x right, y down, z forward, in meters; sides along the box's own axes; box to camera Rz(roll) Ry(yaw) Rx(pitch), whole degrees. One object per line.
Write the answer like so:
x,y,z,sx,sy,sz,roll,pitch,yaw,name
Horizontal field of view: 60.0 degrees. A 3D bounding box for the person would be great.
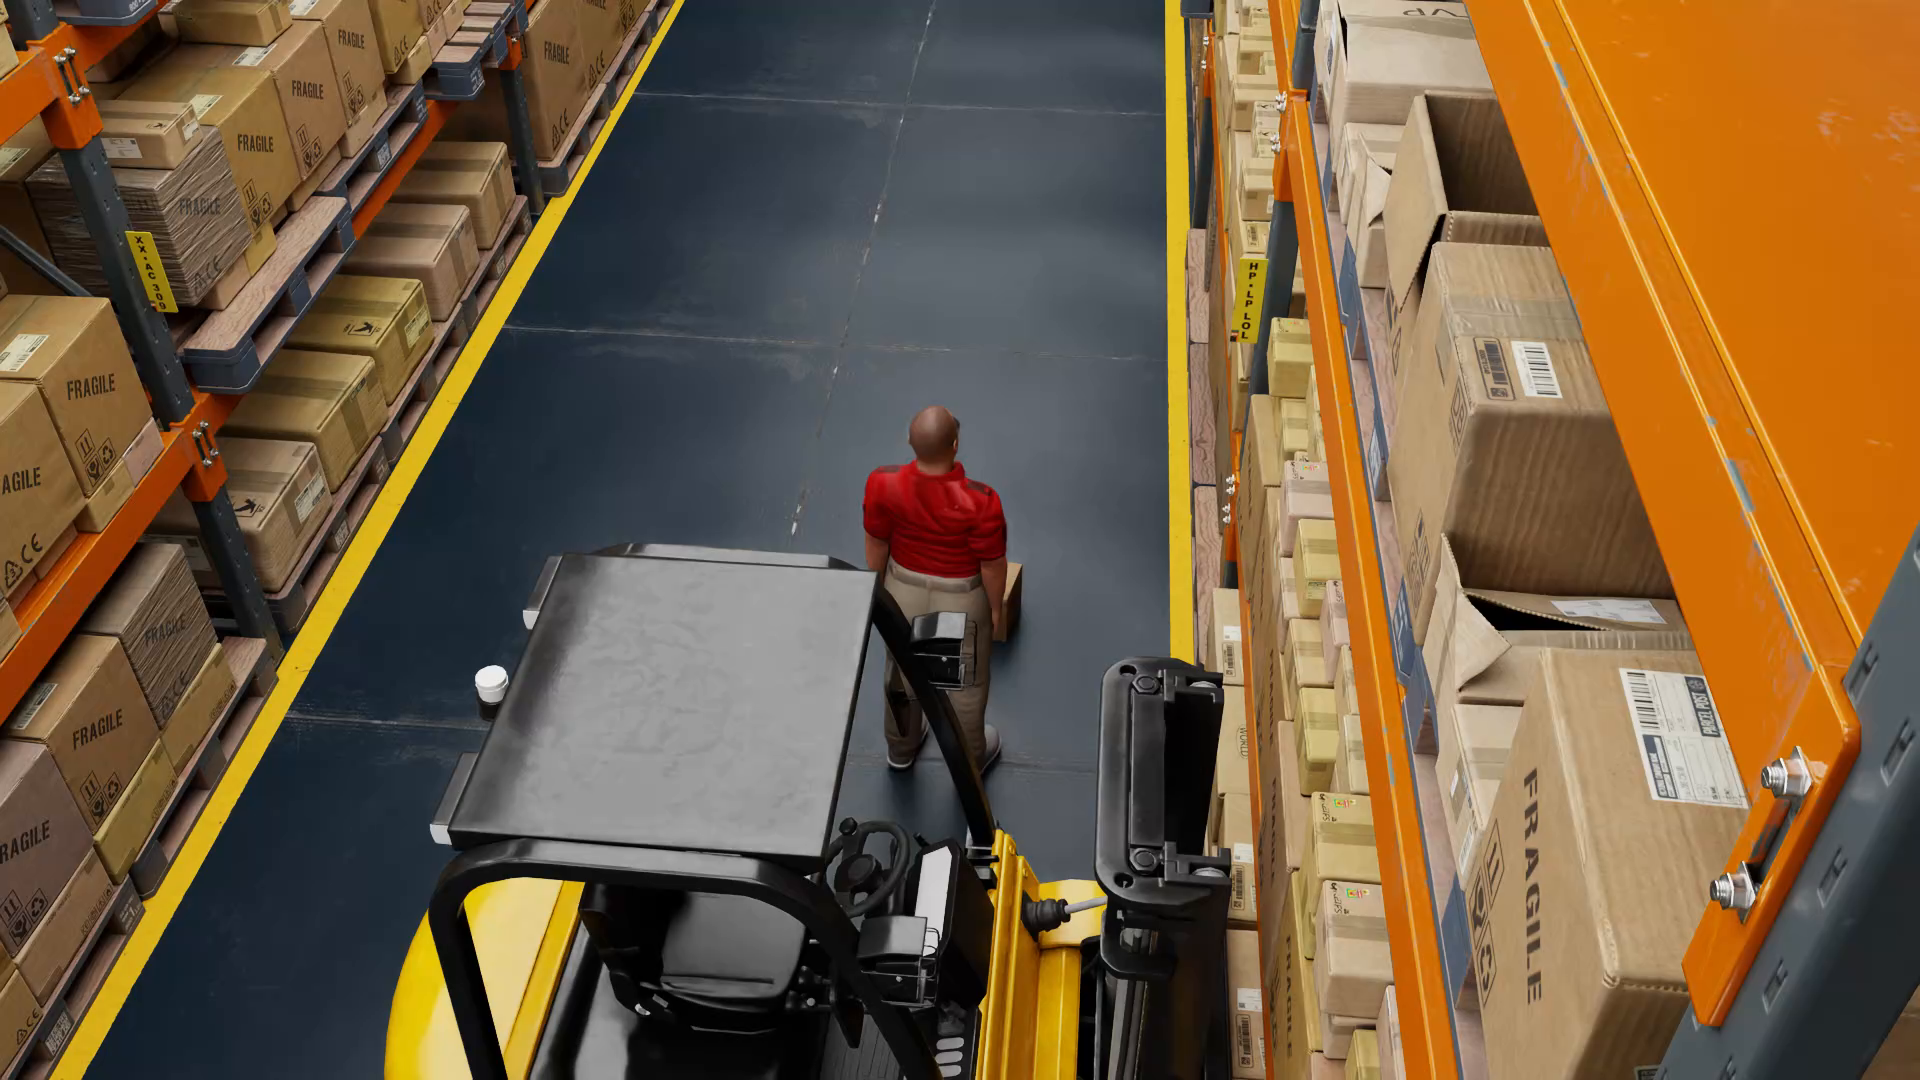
-0.078,0.204,6.203,0.537,1.728,0.362,10,41,12,person
